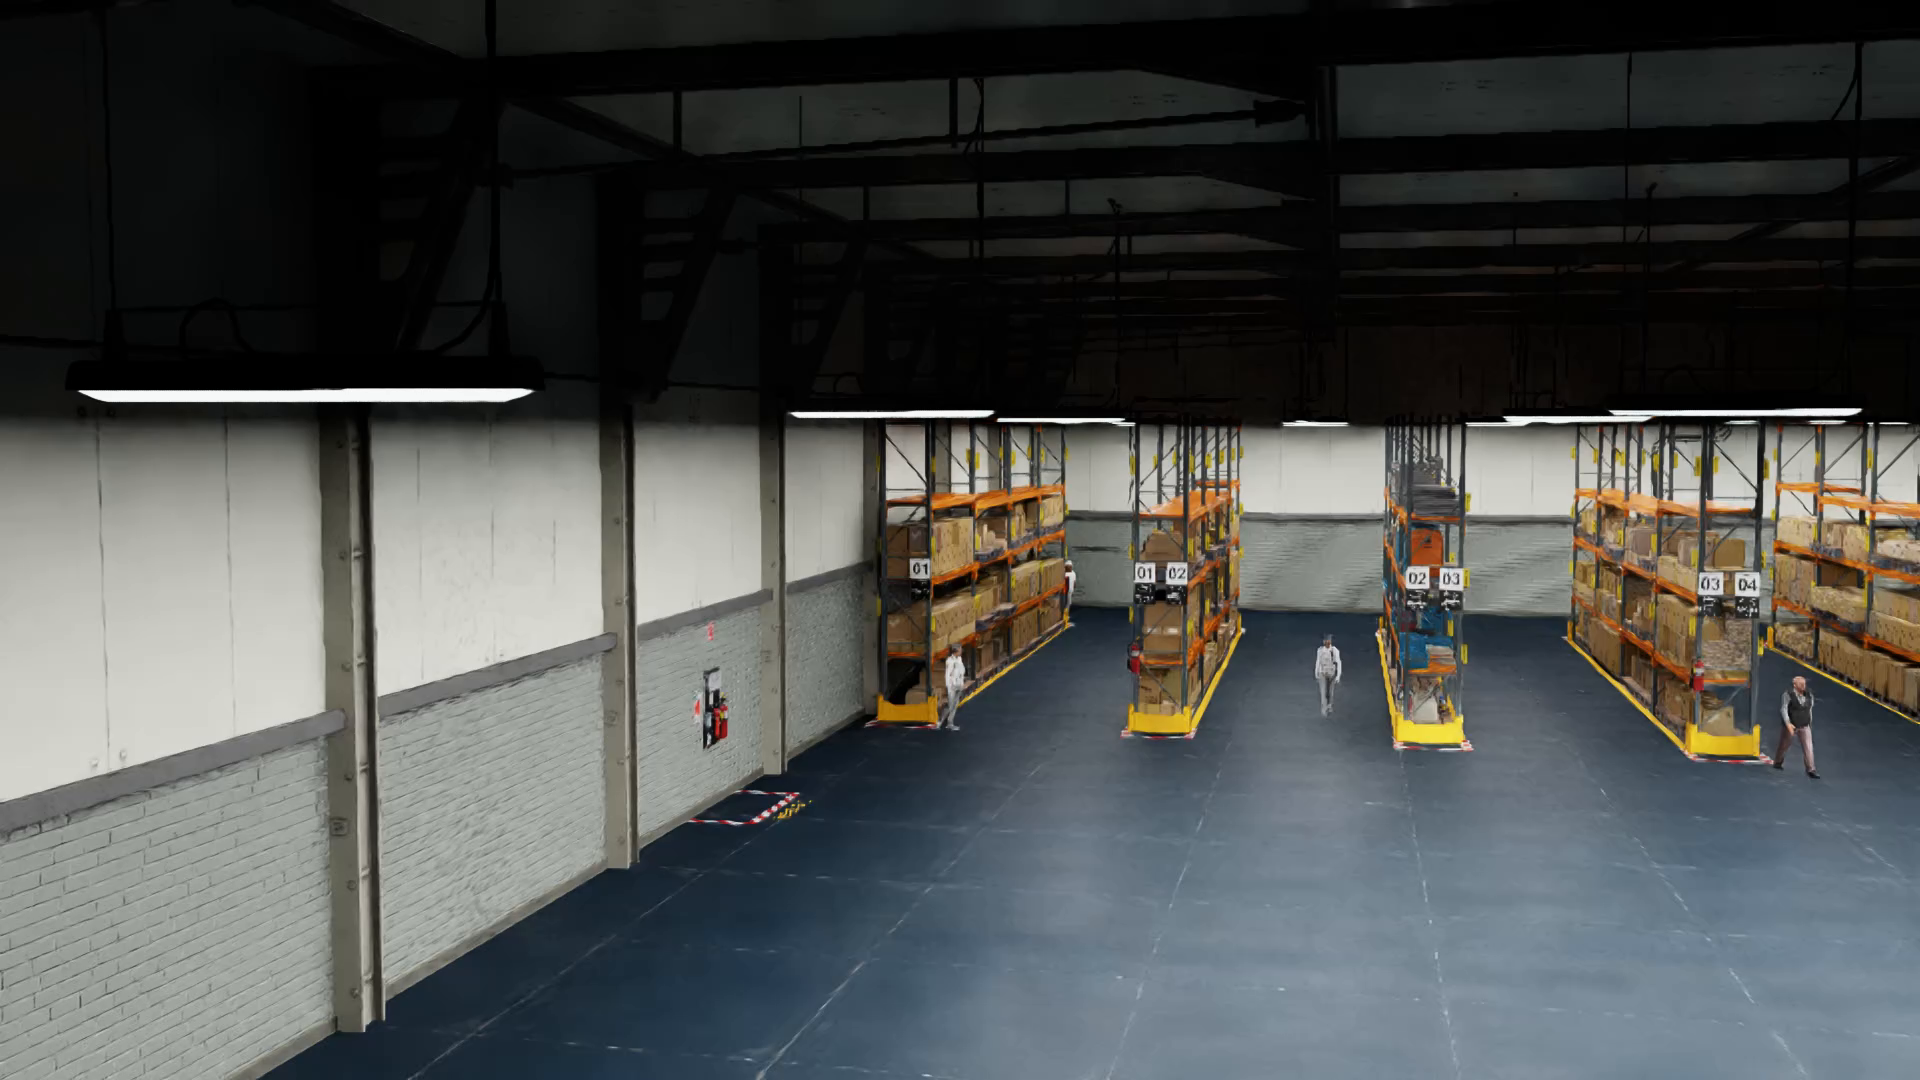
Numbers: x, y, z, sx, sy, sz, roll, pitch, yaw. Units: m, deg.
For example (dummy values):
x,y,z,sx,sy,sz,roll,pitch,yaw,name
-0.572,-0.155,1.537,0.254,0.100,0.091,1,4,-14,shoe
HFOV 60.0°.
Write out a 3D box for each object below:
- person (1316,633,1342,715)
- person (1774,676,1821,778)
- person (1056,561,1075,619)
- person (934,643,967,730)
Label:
x,y,z,sx,sy,sz,roll,pitch,yaw,name
7.356,2.658,33.179,0.502,1.624,0.997,1,4,12,person
13.727,3.039,27.297,0.564,1.647,1.088,0,4,4,person
3.147,1.492,49.668,0.615,1.757,0.577,-2,4,-23,person
-0.176,2.762,31.362,0.454,1.657,0.637,3,5,40,person
